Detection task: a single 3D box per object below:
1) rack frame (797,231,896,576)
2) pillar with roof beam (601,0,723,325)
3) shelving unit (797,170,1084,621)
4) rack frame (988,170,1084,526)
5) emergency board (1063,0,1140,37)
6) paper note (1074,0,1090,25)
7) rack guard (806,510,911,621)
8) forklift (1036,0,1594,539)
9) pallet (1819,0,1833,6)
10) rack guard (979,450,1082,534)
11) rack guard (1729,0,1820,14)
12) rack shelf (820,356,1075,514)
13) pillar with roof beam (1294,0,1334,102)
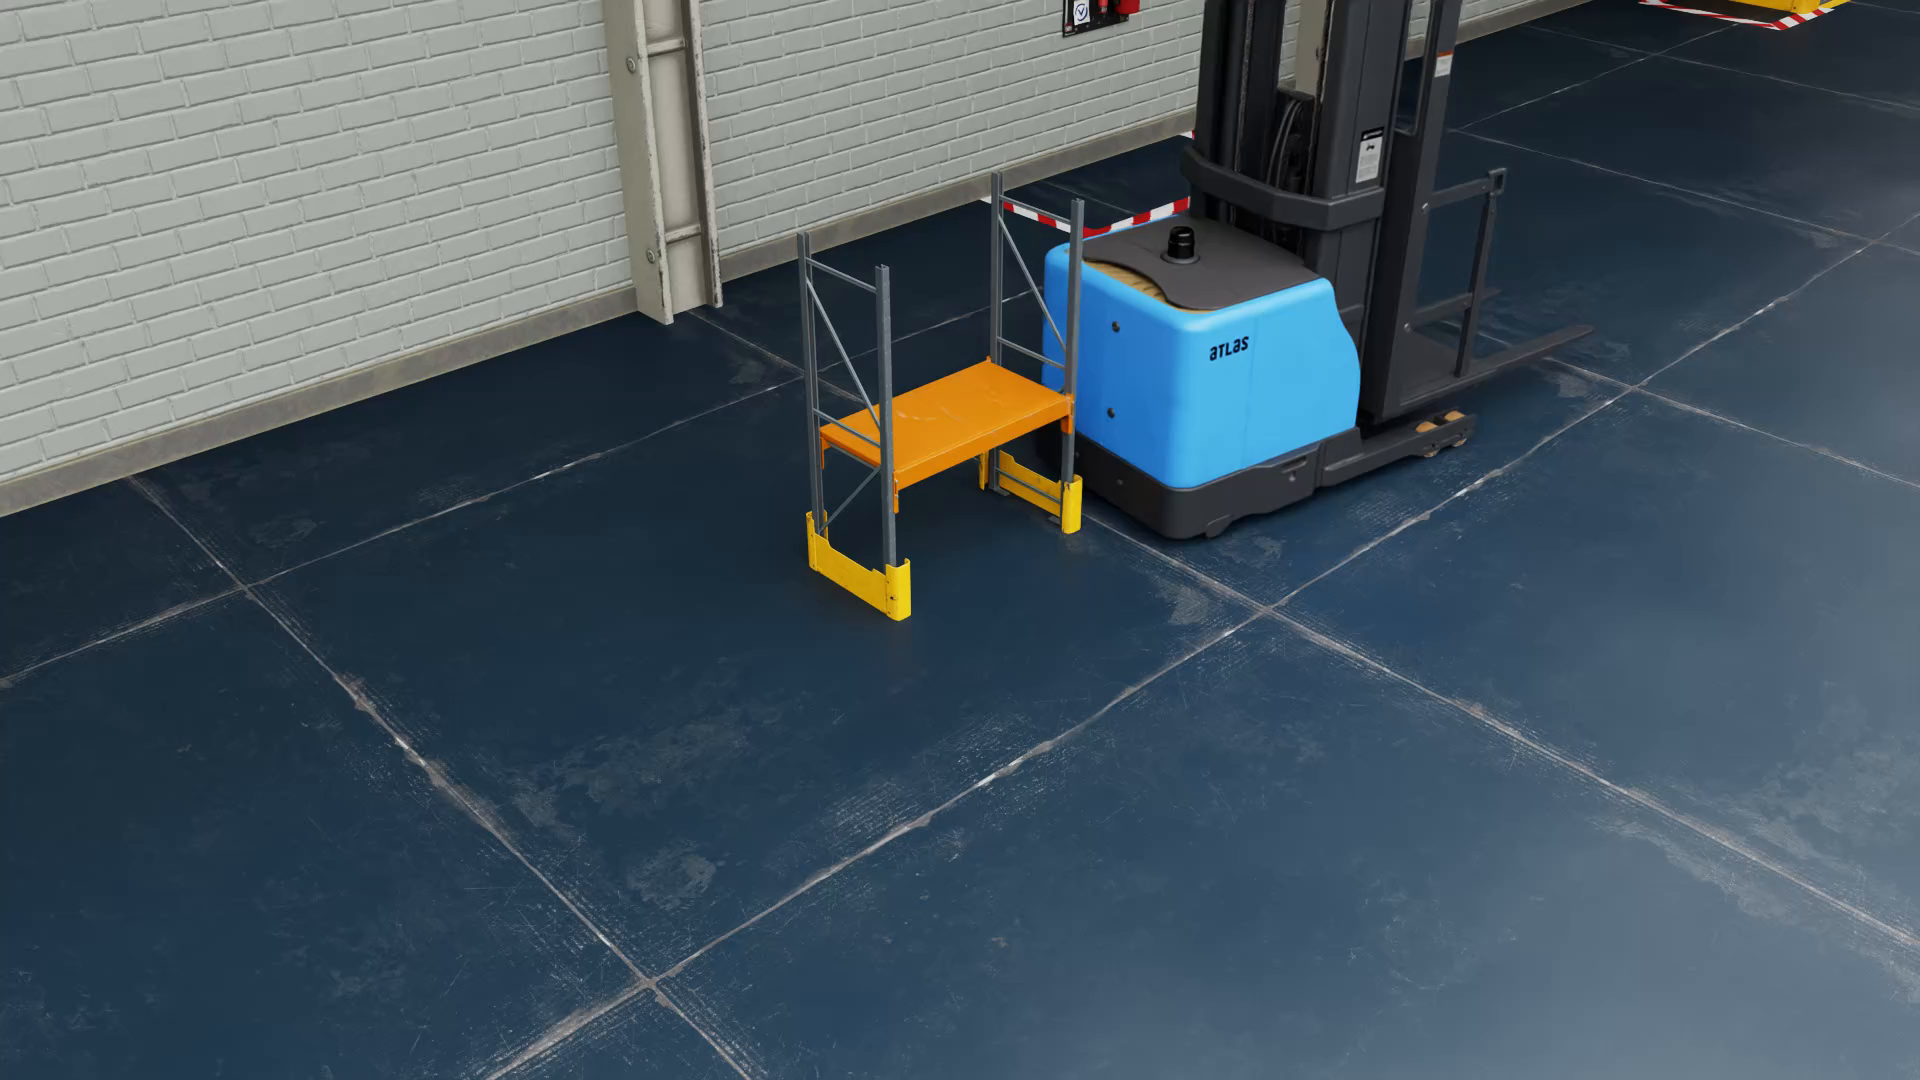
[{"bbox_3d":[-0.435,-0.429,6.514,0.032,1.500,0.500,-26,40,-35],"label":"rack frame"},{"bbox_3d":[1.340,-3.511,4.366,0.400,9.000,9.100,-26,40,-35],"label":"pillar with roof beam"},{"bbox_3d":[-0.056,-0.613,6.815,1.083,1.500,0.587,-26,40,-35],"label":"shelving unit"},{"bbox_3d":[0.310,-0.790,7.104,0.032,1.500,0.500,-26,40,-35],"label":"rack frame"},{"bbox_3d":[0.974,-3.865,10.695,0.643,1.169,0.194,-26,40,-35],"label":"emergency board"},{"bbox_3d":[0.798,-3.452,10.865,0.142,0.148,0.016,-26,40,-35],"label":"paper note"},{"bbox_3d":[-0.421,0.097,6.852,0.087,0.250,0.587,-26,40,-35],"label":"rack guard"},{"bbox_3d":[1.857,-1.848,7.462,3.031,2.935,1.130,-20,37,-29],"label":"forklift"},{"bbox_3d":[7.963,-5.388,15.858,1.213,0.211,1.003,-26,40,-35],"label":"pallet"},{"bbox_3d":[0.309,-0.256,7.429,0.087,0.250,0.587,-26,40,-35],"label":"rack guard"},{"bbox_3d":[7.343,-5.236,15.334,0.348,0.500,1.175,-26,40,-35],"label":"rack guard"},{"bbox_3d":[-0.063,-0.456,6.903,1.000,0.185,0.538,-26,40,-35],"label":"rack shelf"},{"bbox_3d":[5.740,-5.639,7.846,0.400,9.000,9.100,-26,40,-35],"label":"pillar with roof beam"}]
